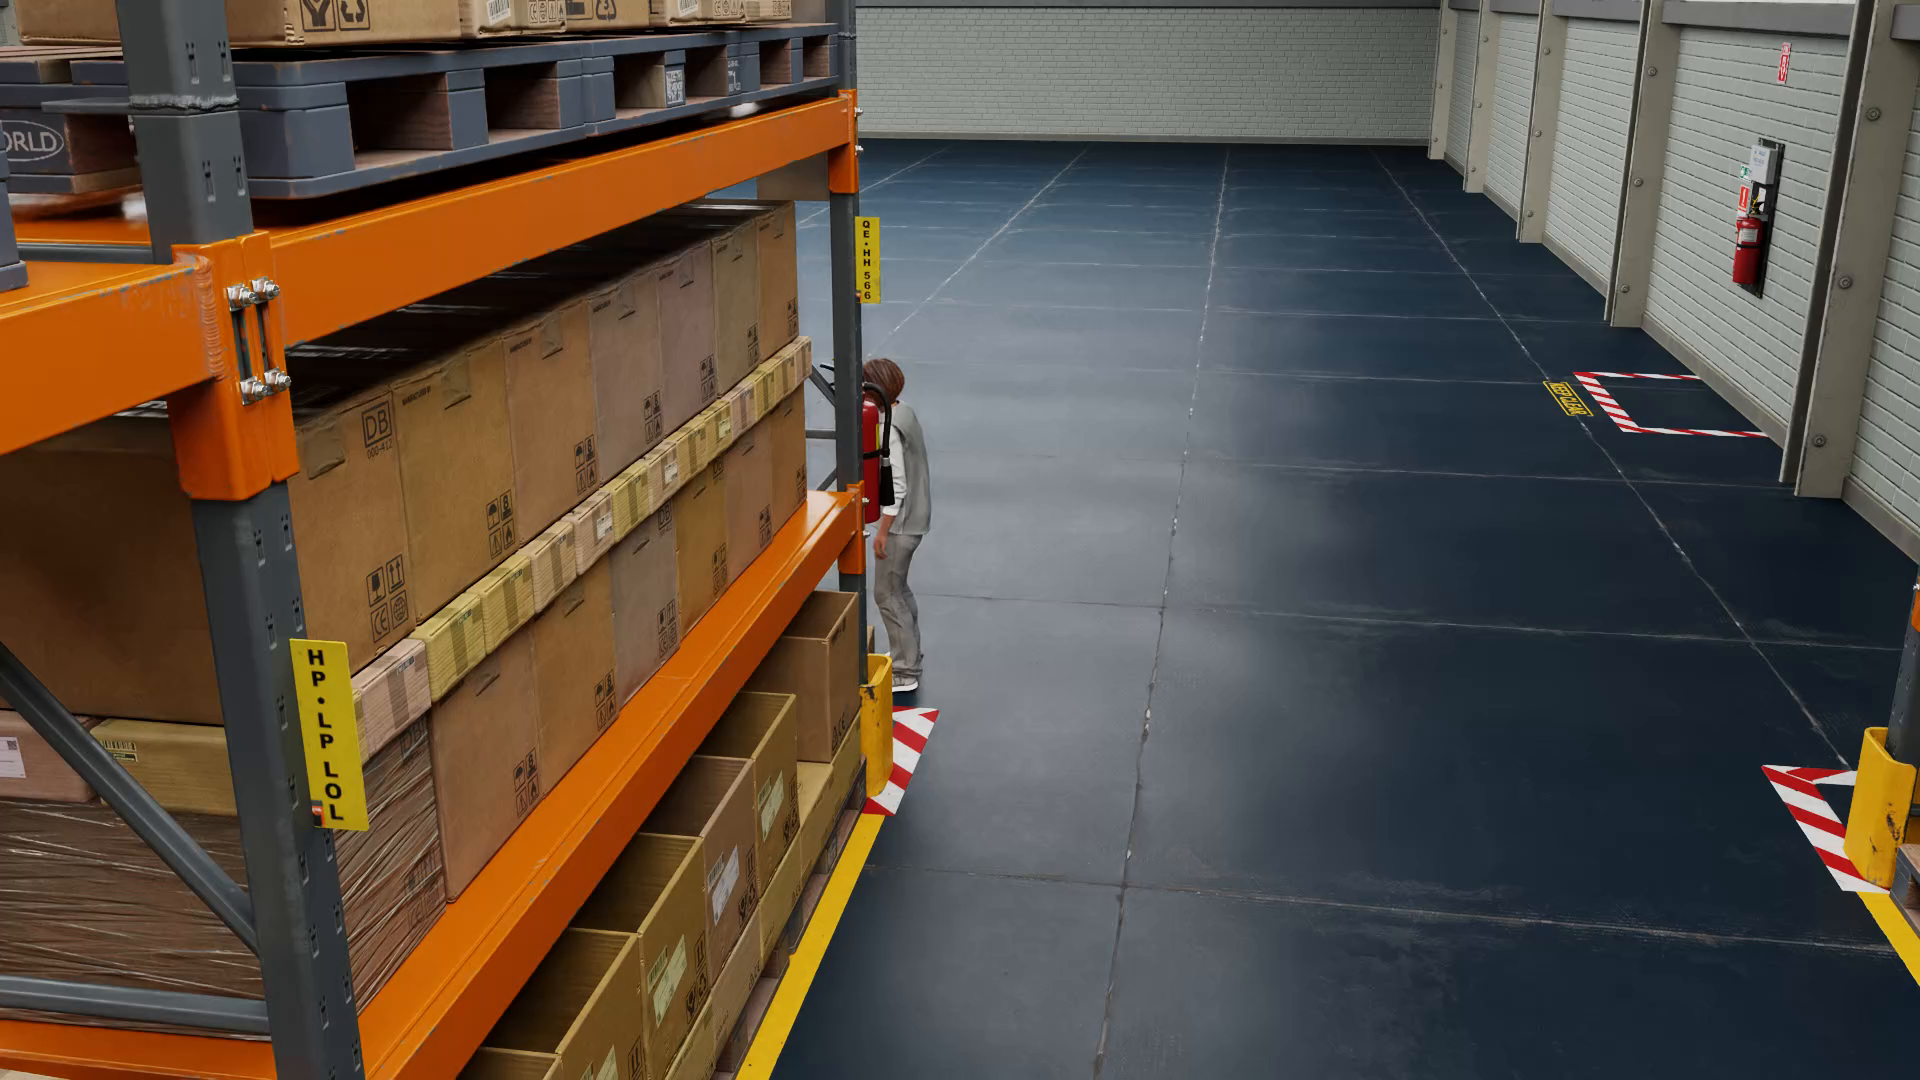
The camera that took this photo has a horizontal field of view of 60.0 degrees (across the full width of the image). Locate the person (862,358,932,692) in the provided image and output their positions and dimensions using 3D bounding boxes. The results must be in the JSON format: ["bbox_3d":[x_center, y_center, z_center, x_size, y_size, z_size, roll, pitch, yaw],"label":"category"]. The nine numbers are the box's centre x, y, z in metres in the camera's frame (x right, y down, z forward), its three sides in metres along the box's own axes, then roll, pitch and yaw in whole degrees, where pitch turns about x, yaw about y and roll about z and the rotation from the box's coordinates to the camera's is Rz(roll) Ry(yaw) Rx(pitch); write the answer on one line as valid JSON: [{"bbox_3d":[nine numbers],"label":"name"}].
[{"bbox_3d":[-0.305,-0.069,7.783,0.345,1.592,0.465,2,18,5],"label":"person"}]
